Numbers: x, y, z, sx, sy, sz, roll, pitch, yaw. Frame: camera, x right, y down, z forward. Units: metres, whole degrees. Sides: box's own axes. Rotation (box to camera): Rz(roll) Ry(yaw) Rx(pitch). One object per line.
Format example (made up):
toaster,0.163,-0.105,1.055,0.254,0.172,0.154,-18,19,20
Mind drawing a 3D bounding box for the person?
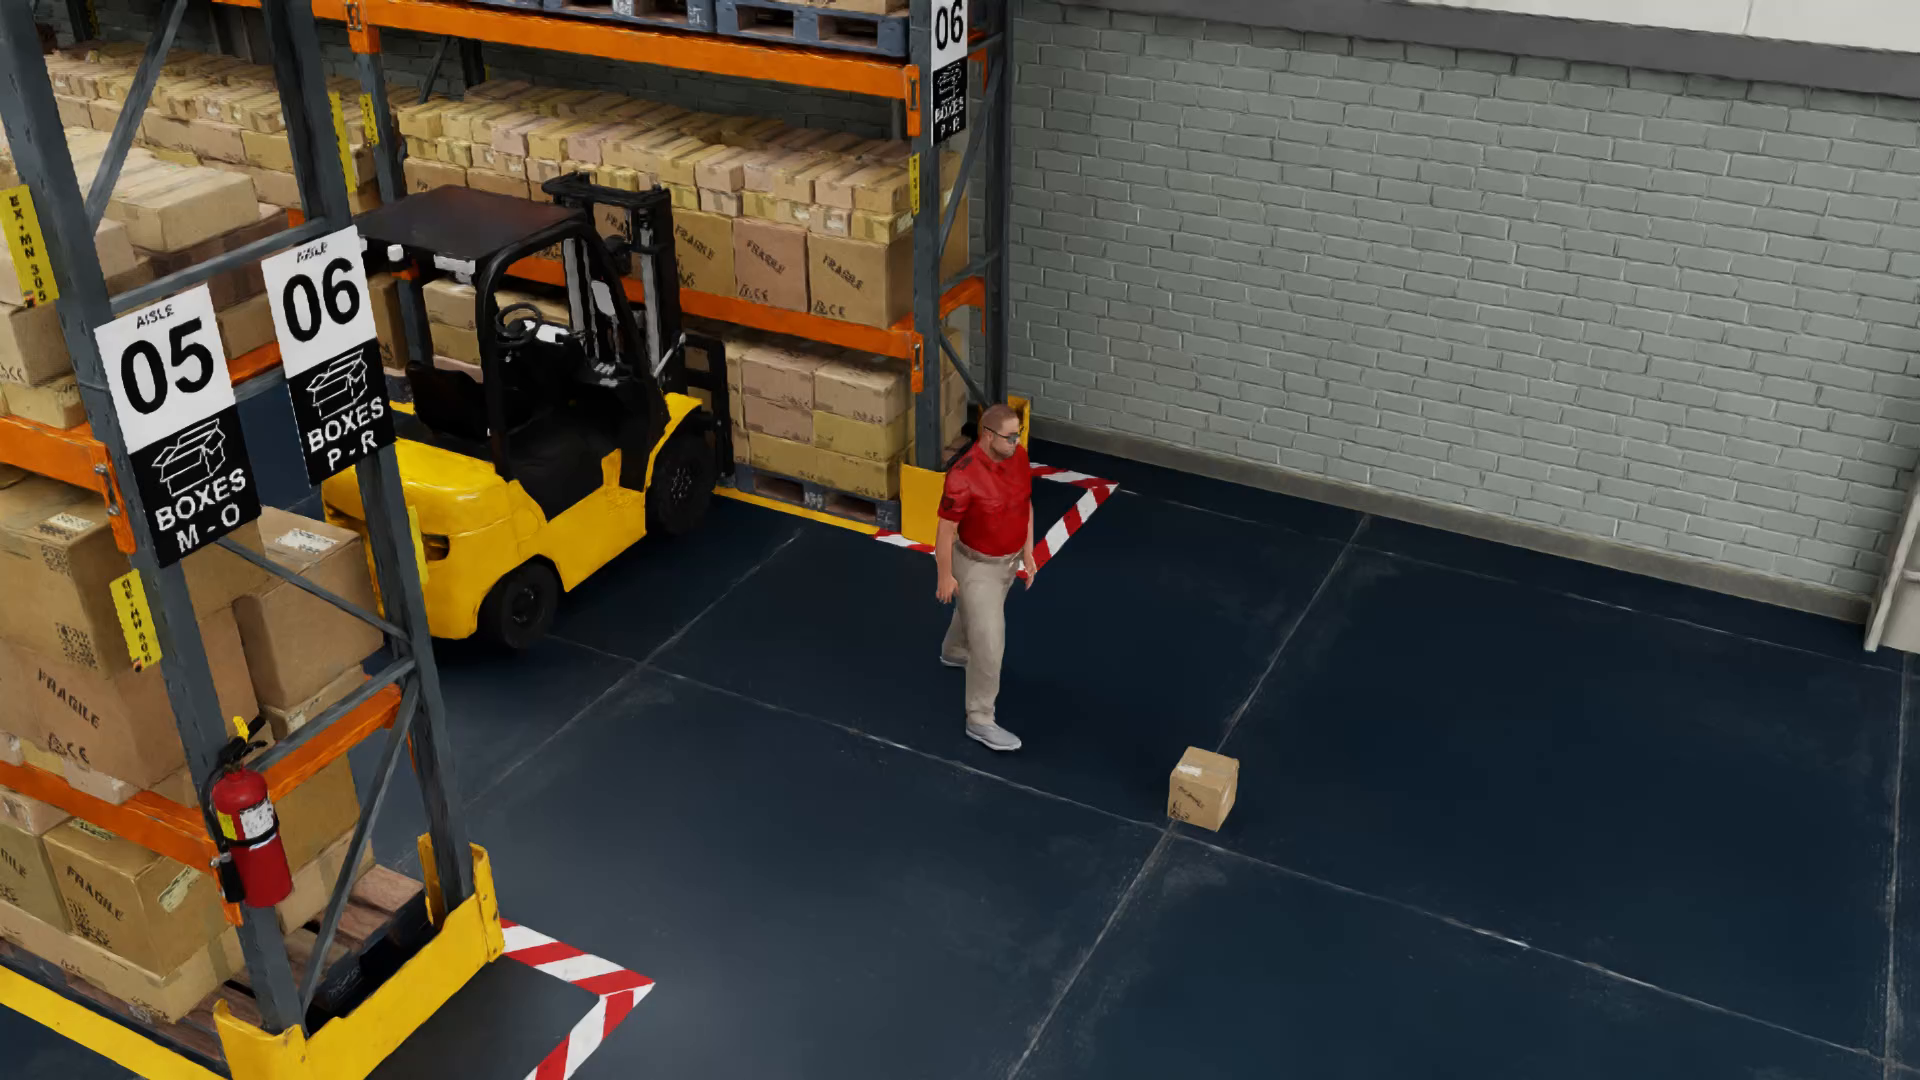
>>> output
person,0.118,0.109,8.143,0.807,1.683,0.620,21,36,32
